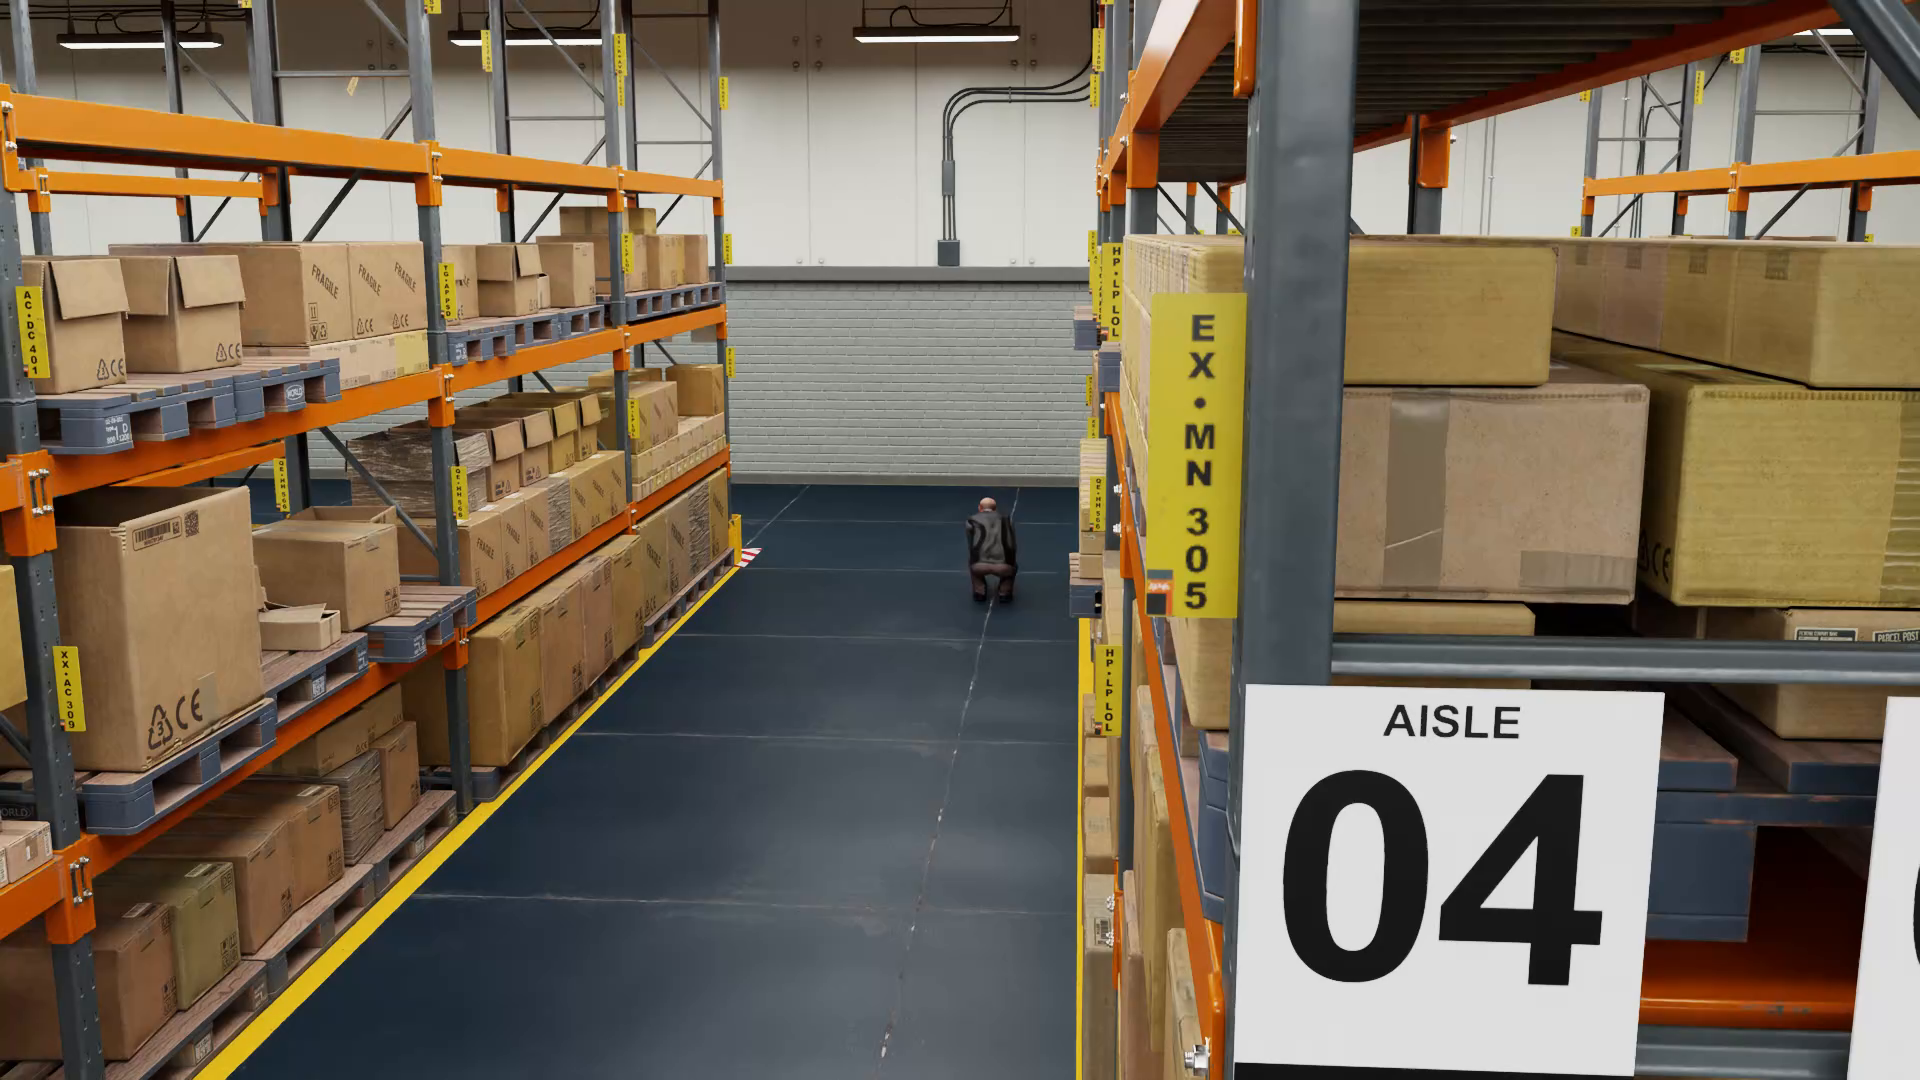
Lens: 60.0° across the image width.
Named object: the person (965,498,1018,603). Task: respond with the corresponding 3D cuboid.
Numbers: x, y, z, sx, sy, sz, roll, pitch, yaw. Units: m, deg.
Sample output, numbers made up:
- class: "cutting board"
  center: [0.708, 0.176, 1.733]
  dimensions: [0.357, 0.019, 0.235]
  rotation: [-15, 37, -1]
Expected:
- class: "person"
  center: [0.314, 0.097, 16.551]
  dimensions: [0.528, 0.968, 0.859]
  rotation: [1, 11, 4]
